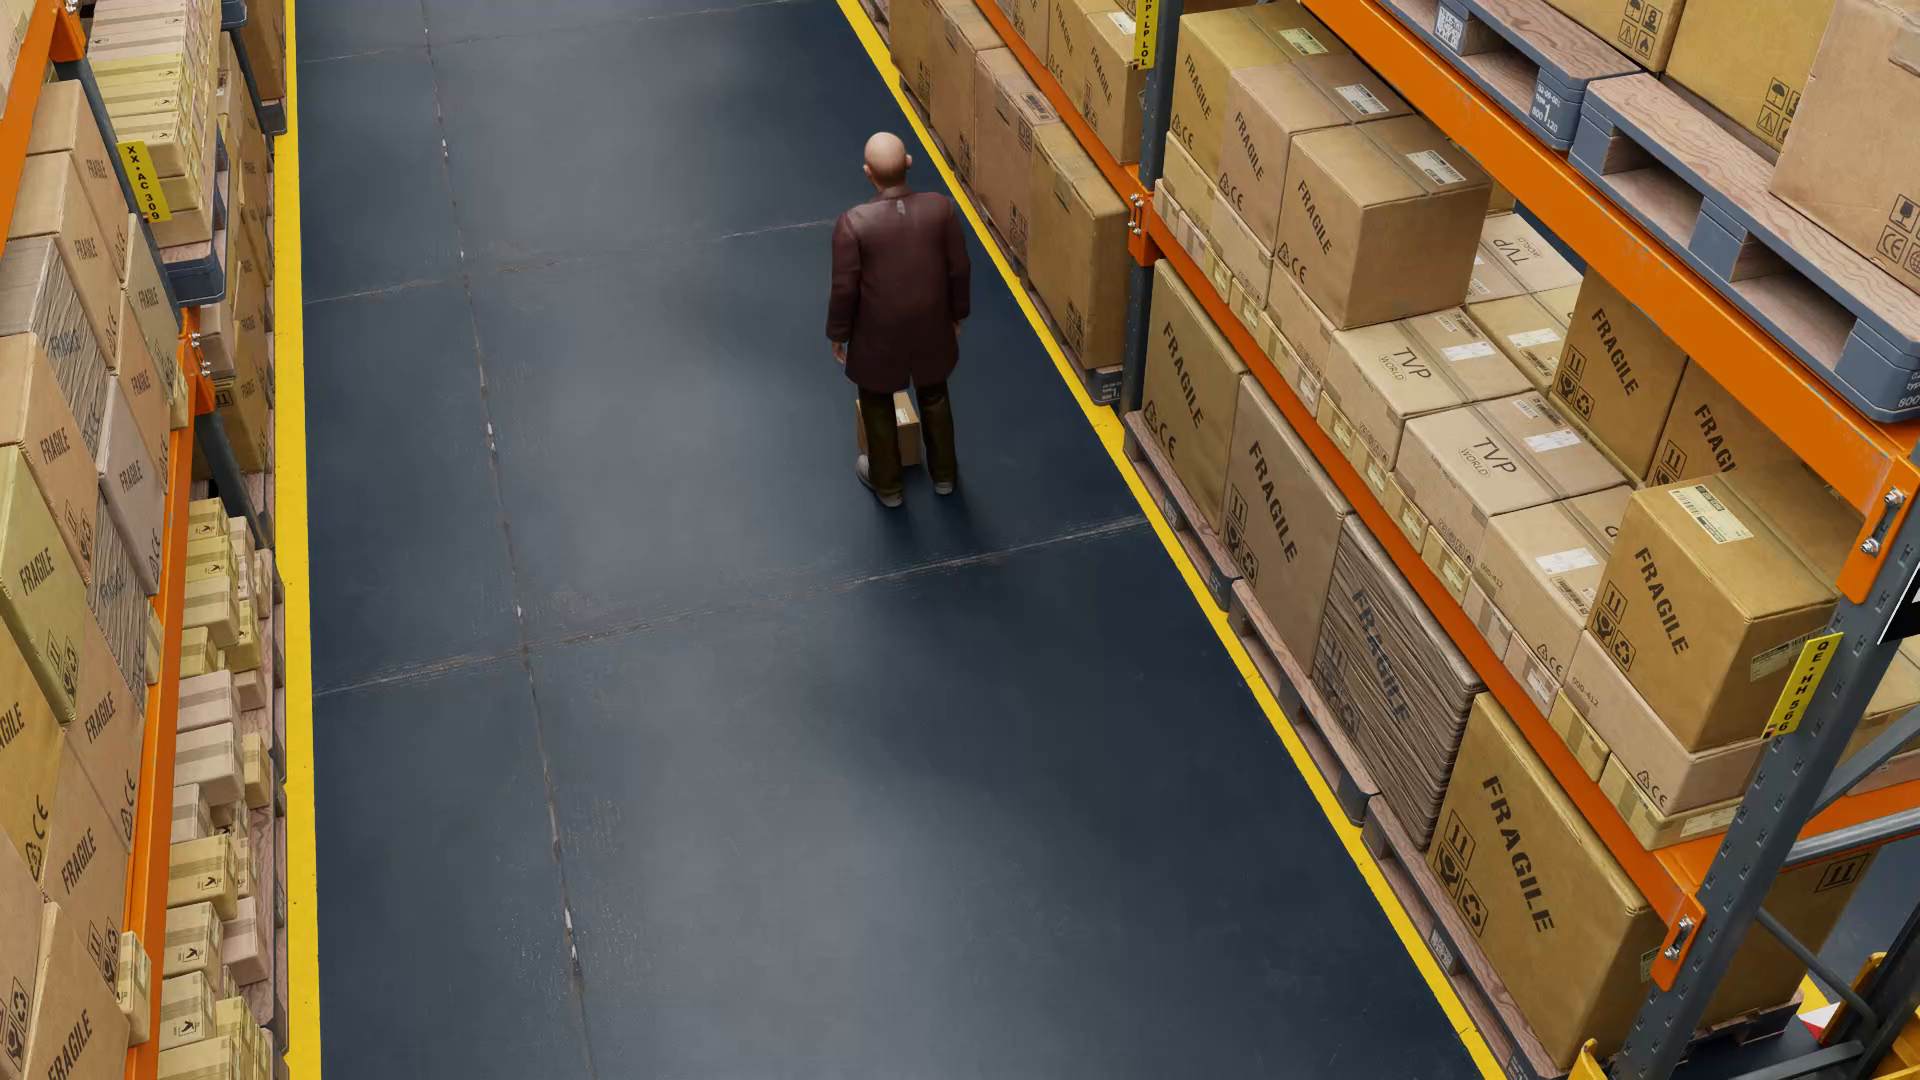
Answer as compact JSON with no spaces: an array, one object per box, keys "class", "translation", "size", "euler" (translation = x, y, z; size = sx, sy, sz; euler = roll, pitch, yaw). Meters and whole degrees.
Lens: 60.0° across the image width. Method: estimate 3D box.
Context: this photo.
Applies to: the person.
[{"class":"person","translation":[-0.262,-0.928,7.213],"size":[0.650,1.774,0.418],"euler":[-12,43,-14]}]
